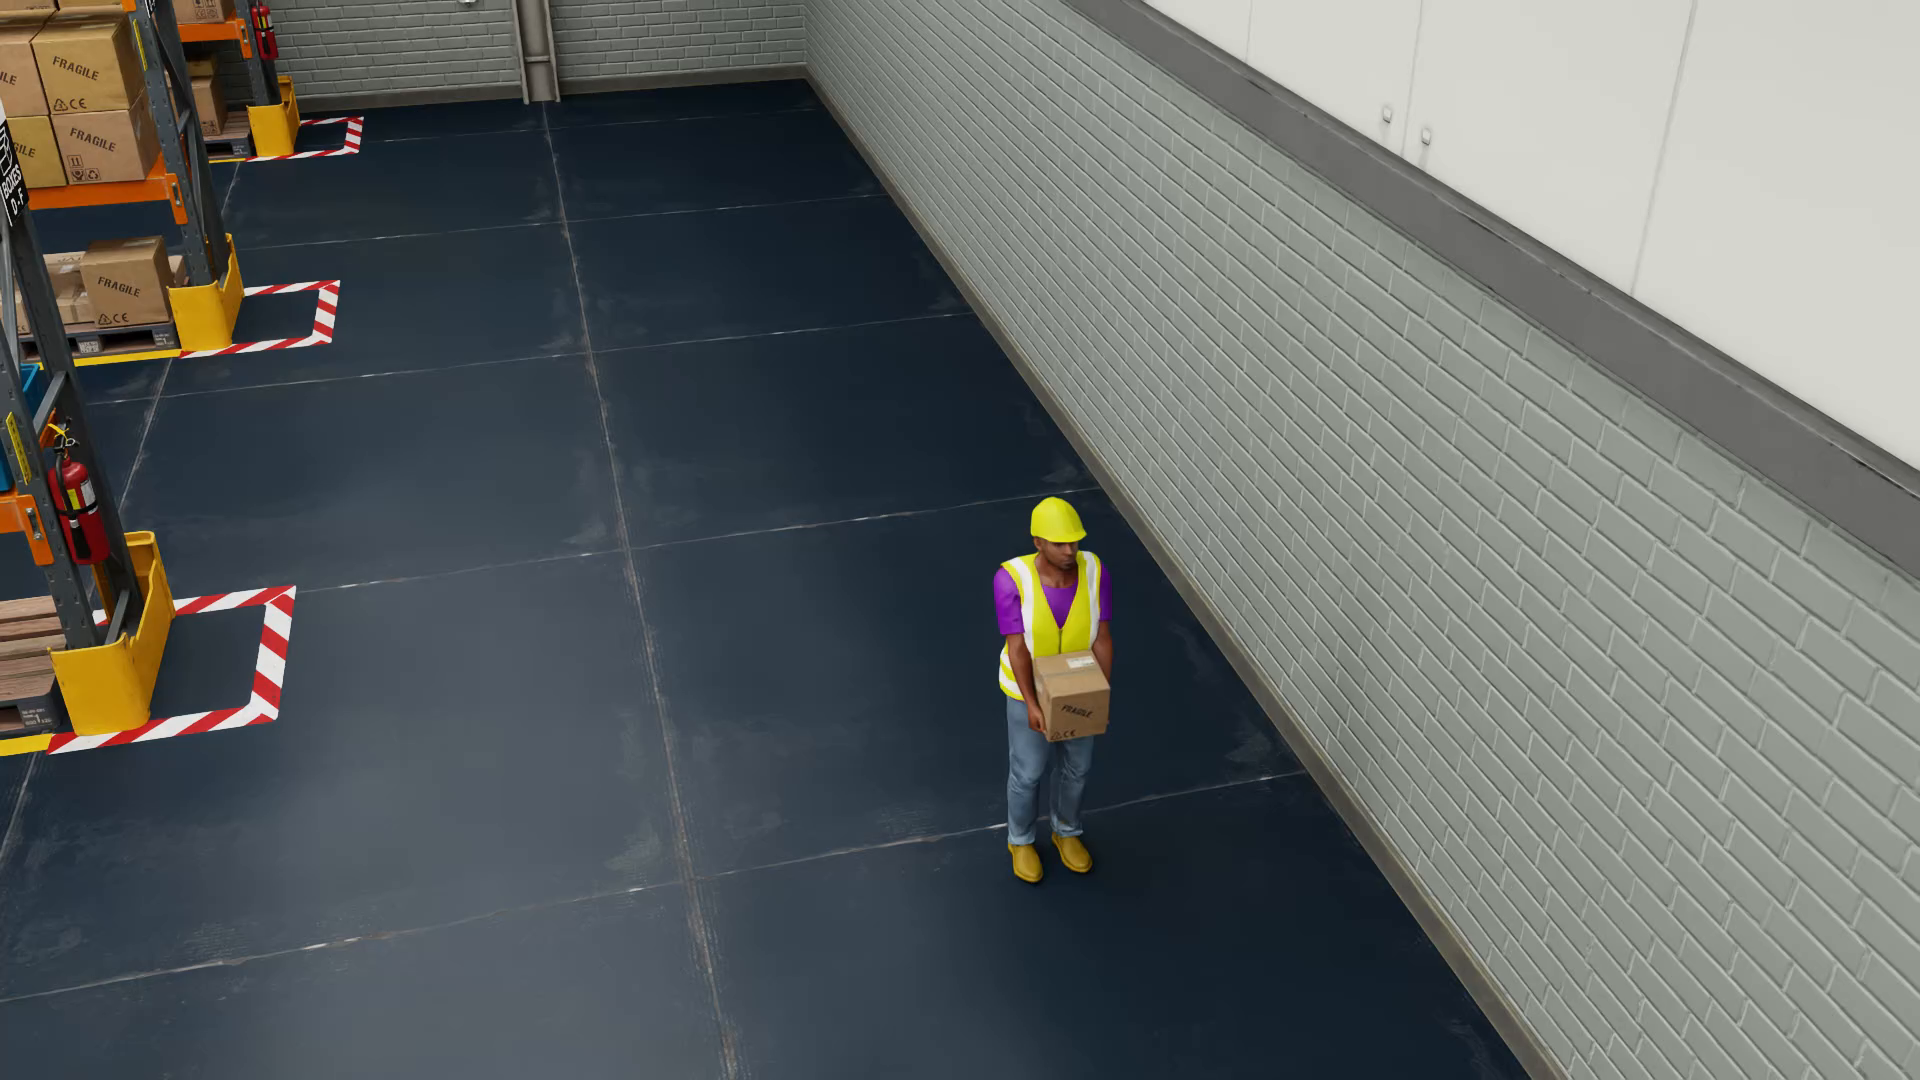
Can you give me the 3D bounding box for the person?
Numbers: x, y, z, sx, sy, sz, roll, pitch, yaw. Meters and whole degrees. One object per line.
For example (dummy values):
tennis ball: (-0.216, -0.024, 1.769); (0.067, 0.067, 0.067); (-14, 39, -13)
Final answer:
person: (0.421, 0.675, 7.054); (0.504, 1.761, 0.569); (-7, 31, -13)
